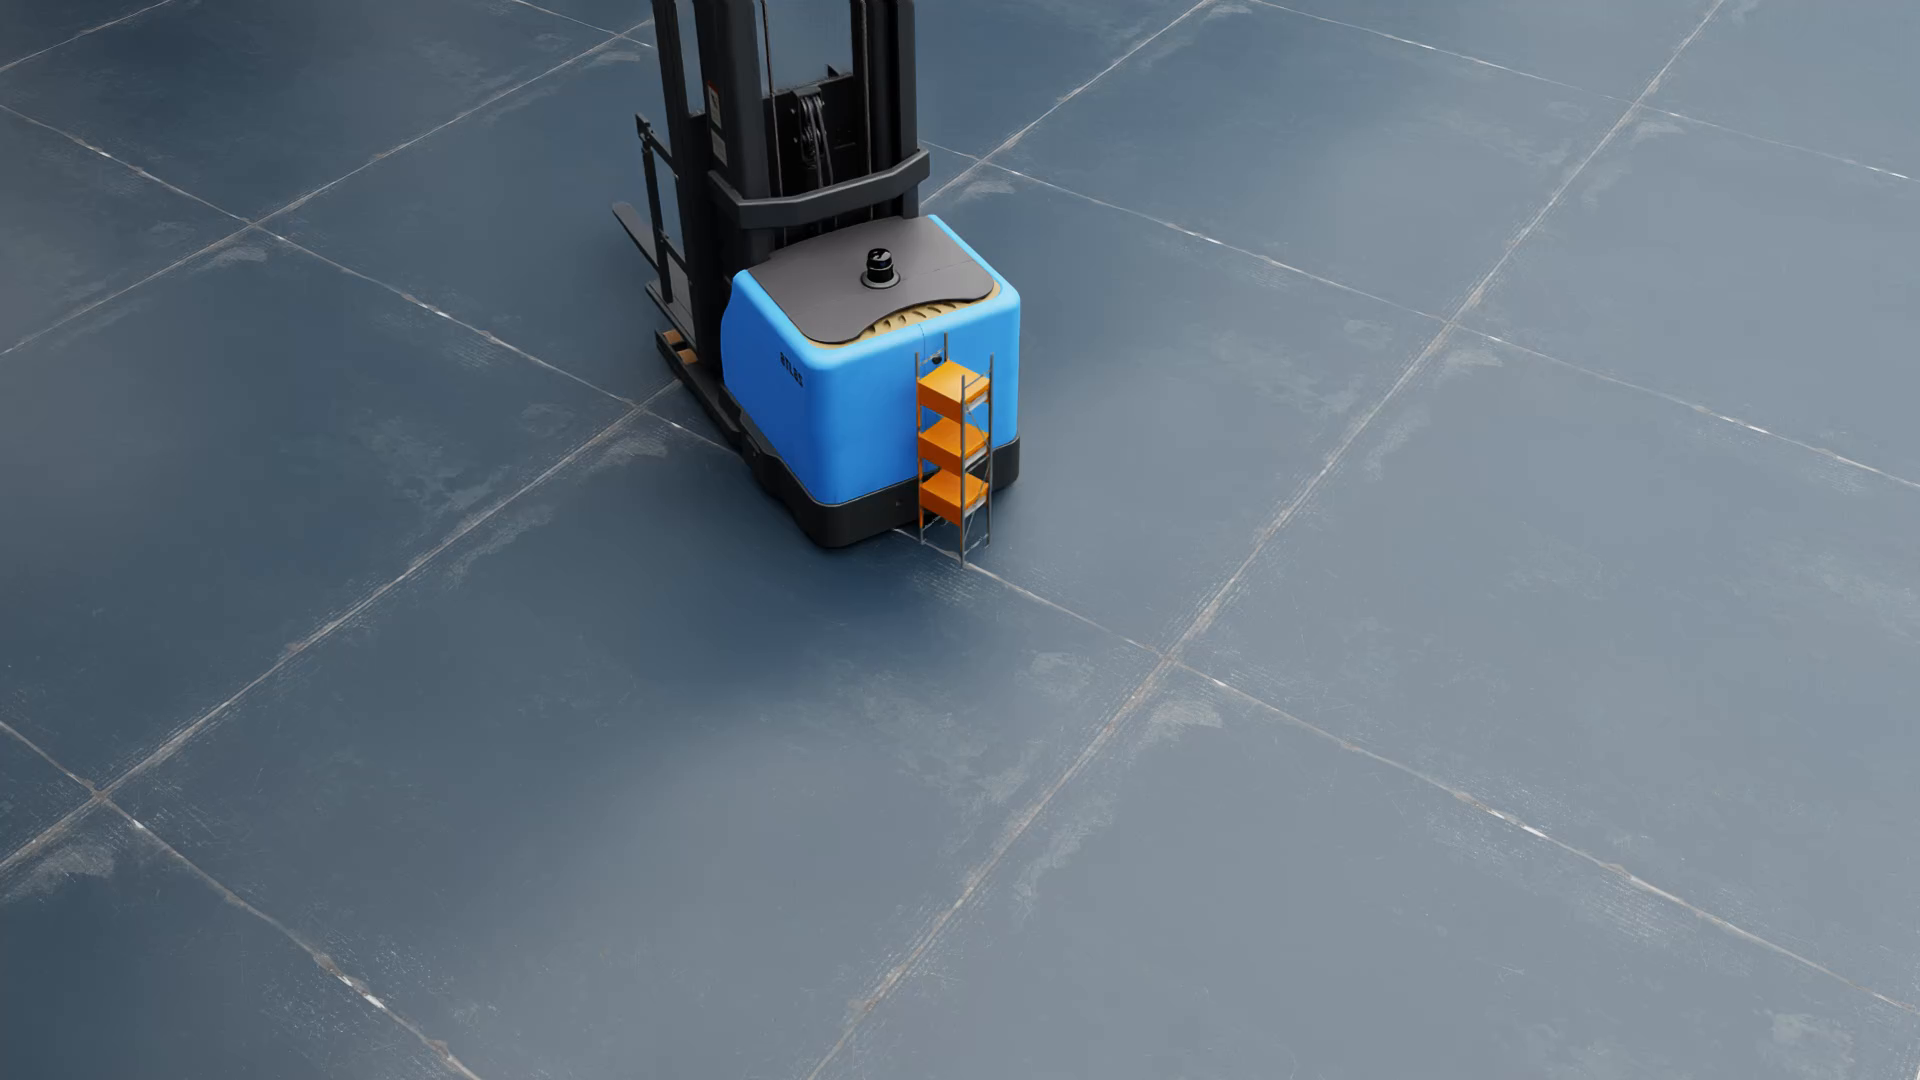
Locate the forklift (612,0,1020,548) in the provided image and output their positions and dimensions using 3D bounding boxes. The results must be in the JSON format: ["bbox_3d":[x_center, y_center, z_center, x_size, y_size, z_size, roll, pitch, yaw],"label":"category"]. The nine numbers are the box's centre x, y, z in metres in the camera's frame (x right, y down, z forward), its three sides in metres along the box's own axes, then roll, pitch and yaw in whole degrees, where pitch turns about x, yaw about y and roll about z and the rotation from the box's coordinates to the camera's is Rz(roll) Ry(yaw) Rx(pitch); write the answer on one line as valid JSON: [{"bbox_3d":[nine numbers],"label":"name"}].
[{"bbox_3d":[-0.895,-2.028,7.567,1.130,2.935,3.031,-21,46,-22],"label":"forklift"}]

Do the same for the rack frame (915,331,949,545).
[{"bbox_3d":[-0.116,-0.422,7.182,0.008,1.050,0.200,29,49,28],"label":"rack frame"}]

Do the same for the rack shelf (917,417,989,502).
[{"bbox_3d":[-0.022,-0.362,7.131,0.240,0.259,0.215,29,49,28],"label":"rack shelf"}]

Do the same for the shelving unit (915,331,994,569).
[{"bbox_3d":[-0.022,-0.370,7.124,0.252,1.050,0.215,29,49,28],"label":"shelving unit"}]

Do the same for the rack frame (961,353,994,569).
[{"bbox_3d":[0.072,-0.318,7.066,0.008,1.050,0.200,29,49,28],"label":"rack frame"}]

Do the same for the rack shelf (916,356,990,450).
[{"bbox_3d":[-0.022,-0.573,6.942,0.240,0.259,0.215,29,49,28],"label":"rack shelf"}]

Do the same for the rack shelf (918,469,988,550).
[{"bbox_3d":[-0.022,-0.155,7.317,0.240,0.259,0.215,29,49,28],"label":"rack shelf"}]
